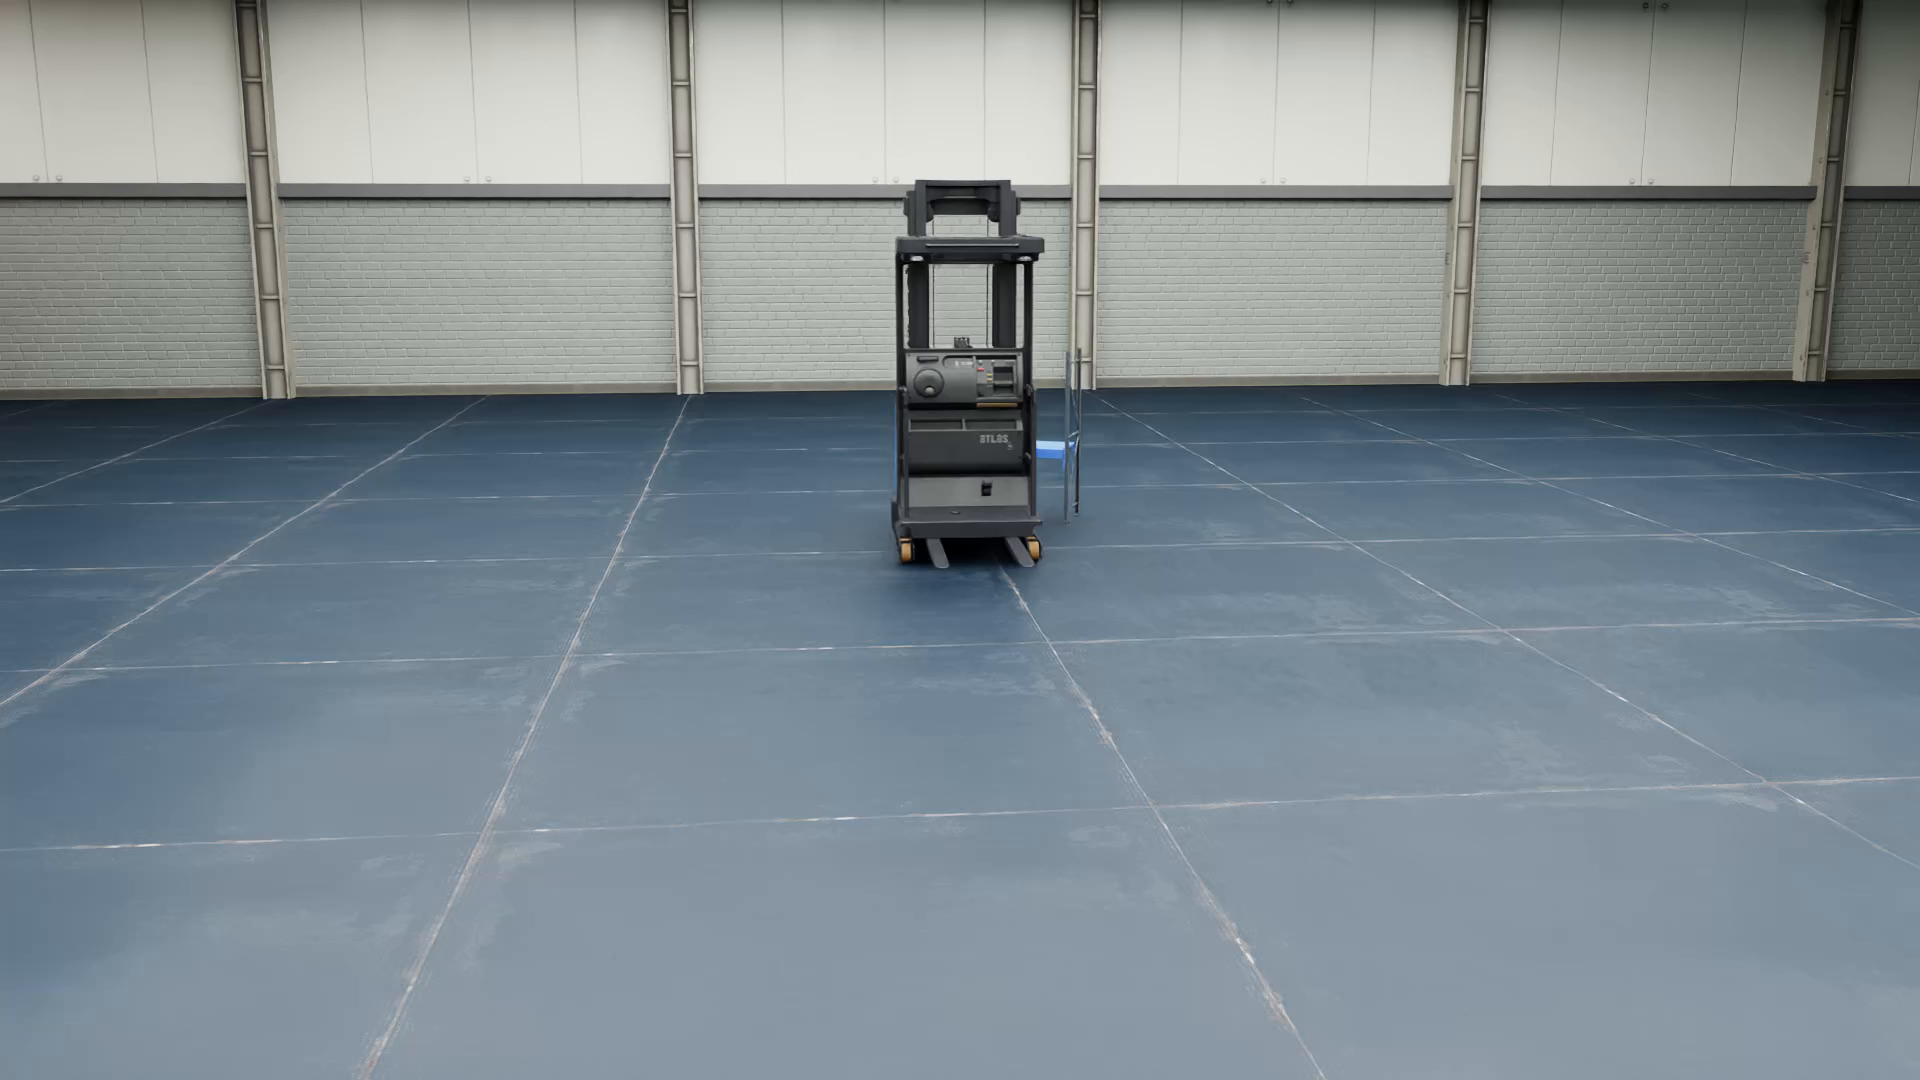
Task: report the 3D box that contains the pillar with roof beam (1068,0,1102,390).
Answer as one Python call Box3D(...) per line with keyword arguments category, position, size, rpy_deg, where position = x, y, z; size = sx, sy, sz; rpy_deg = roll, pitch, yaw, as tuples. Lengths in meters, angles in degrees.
Box3D(category="pillar with roof beam", position=(2.354, -5.940, 20.753), size=(0.400, 9.000, 9.100), rpy_deg=(-1, 11, -6))

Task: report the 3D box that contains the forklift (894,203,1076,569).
Box3D(category="forklift", position=(-6.718, -0.873, 8.981), size=(16.490, 3.598, 11.167), rpy_deg=(-1, 11, -5))

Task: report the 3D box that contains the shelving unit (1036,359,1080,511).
Box3D(category="shelving unit", position=(0.529, -0.956, 14.841), size=(0.991, 1.308, 0.475), rpy_deg=(3, 11, 16))

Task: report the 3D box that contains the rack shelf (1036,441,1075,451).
Box3D(category="rack shelf", position=(0.510, -0.828, 14.870), size=(0.952, 0.062, 0.459), rpy_deg=(3, 11, 16))

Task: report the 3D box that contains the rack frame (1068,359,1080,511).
Box3D(category="rack frame", position=(0.998, -0.929, 14.704), size=(0.013, 1.308, 0.475), rpy_deg=(3, 11, 16))
